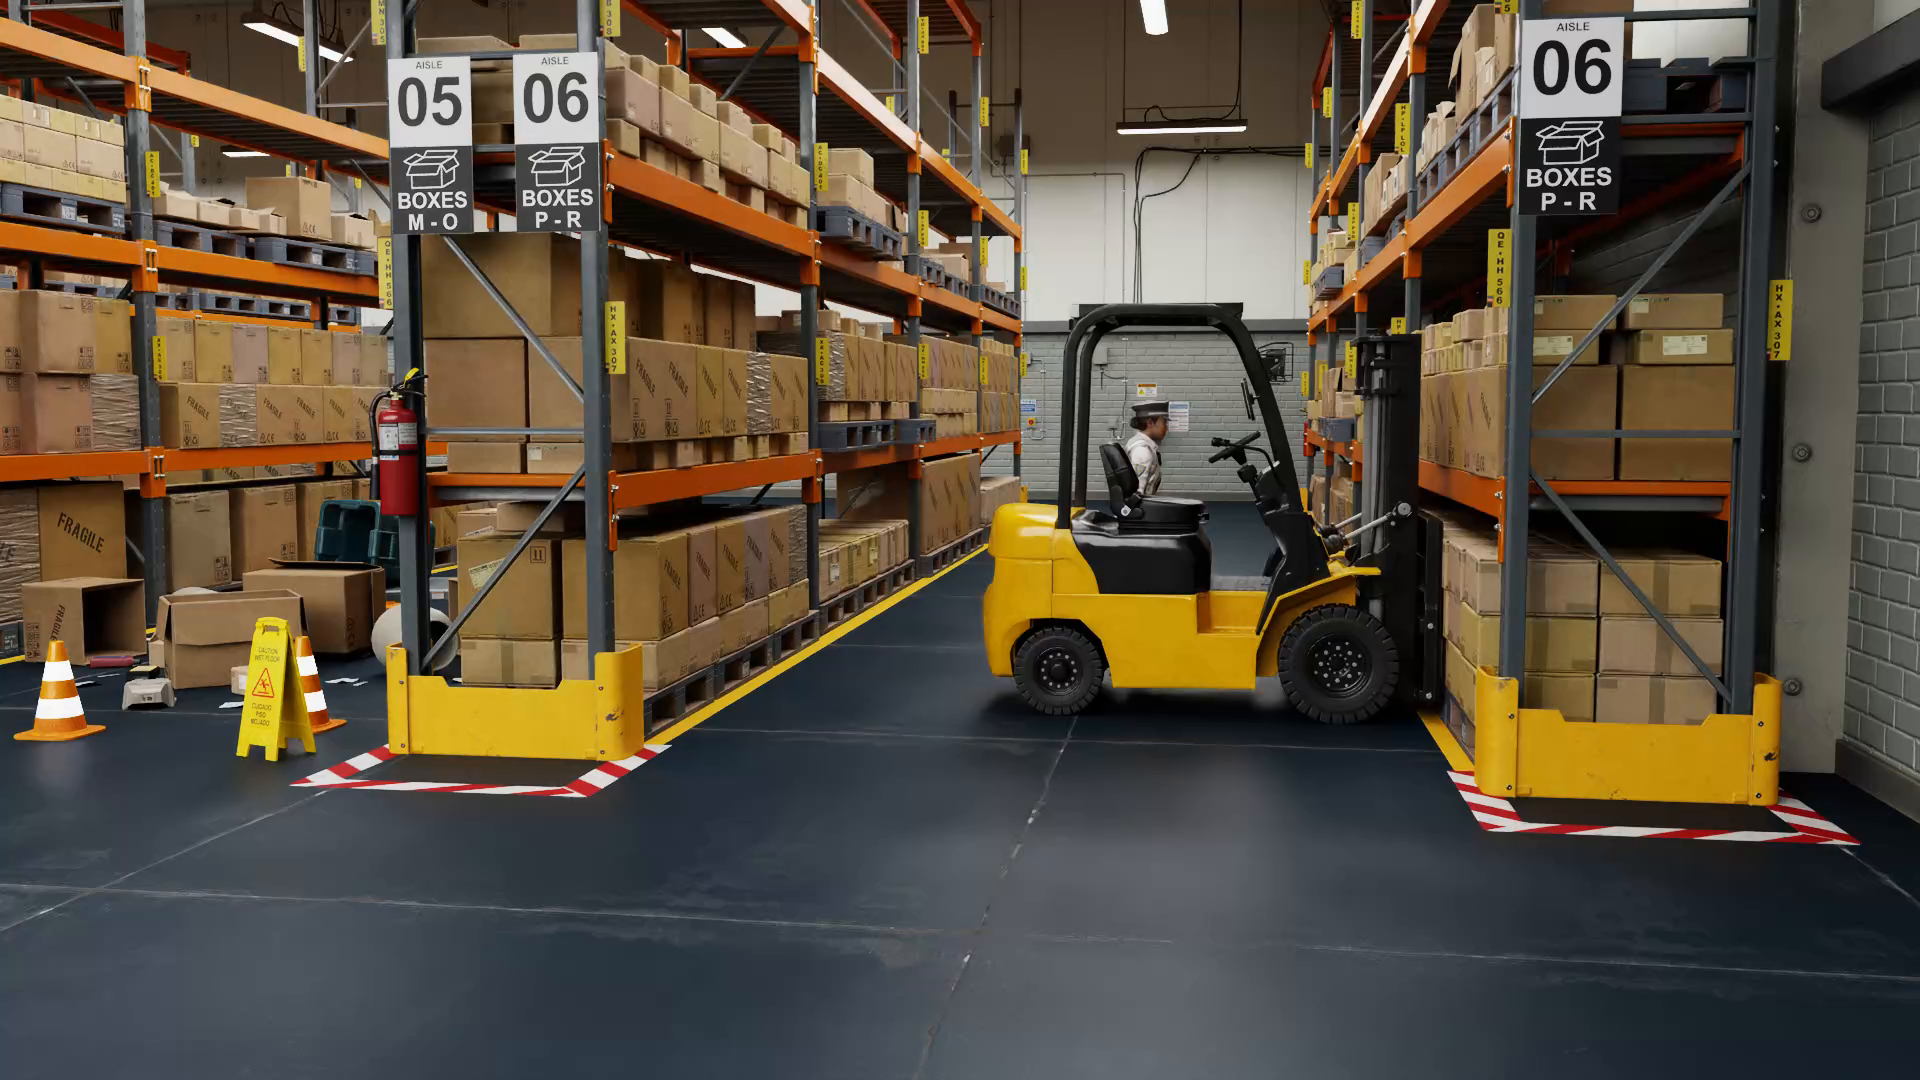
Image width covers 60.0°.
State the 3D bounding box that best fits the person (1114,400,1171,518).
[{"bbox_3d":[1.175,-0.070,10.746,0.371,1.663,0.530,1,5,9],"label":"person"}]
